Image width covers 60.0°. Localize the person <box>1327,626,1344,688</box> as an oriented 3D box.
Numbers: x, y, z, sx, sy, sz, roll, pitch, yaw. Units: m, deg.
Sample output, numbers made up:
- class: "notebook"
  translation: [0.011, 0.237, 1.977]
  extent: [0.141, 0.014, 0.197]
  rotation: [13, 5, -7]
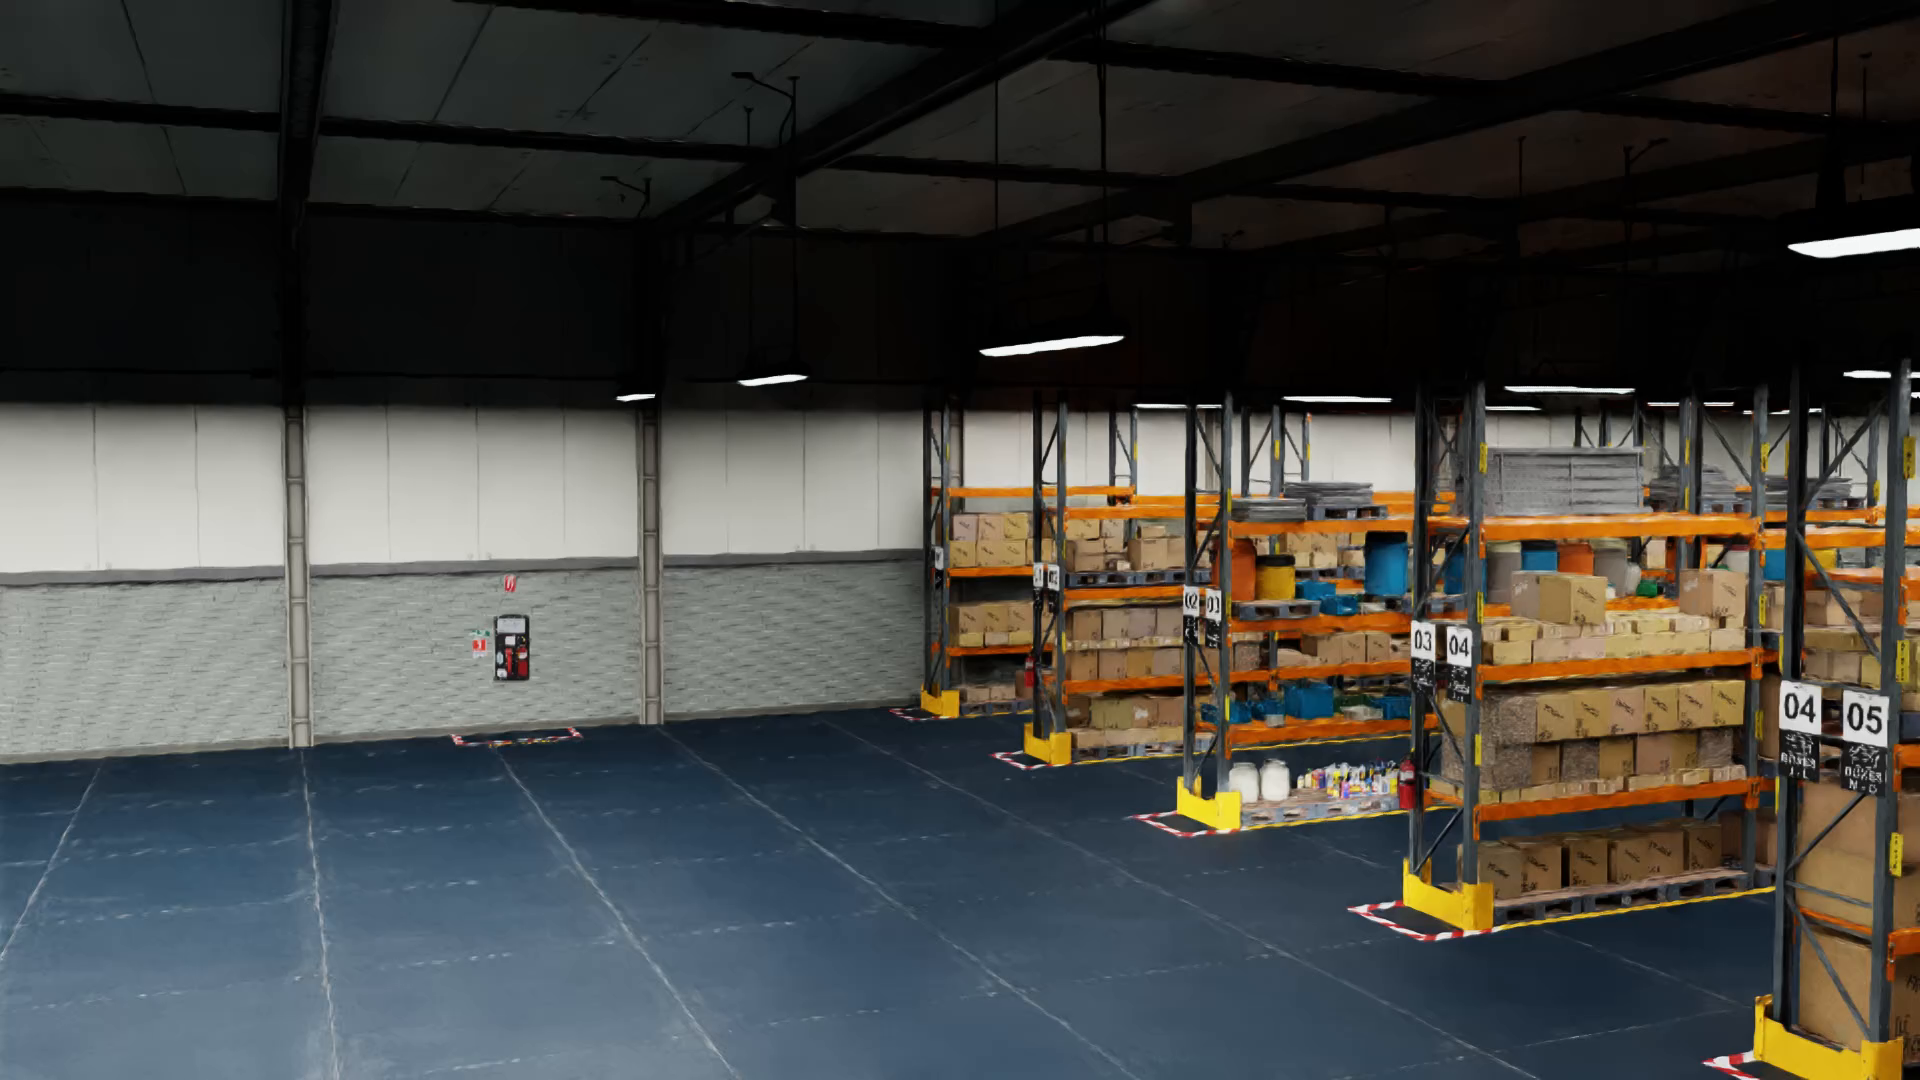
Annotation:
- class: "person"
  translation: [7.567, 2.392, 33.278]
  extent: [0.420, 1.602, 0.505]
  rotation: [3, 5, 43]
